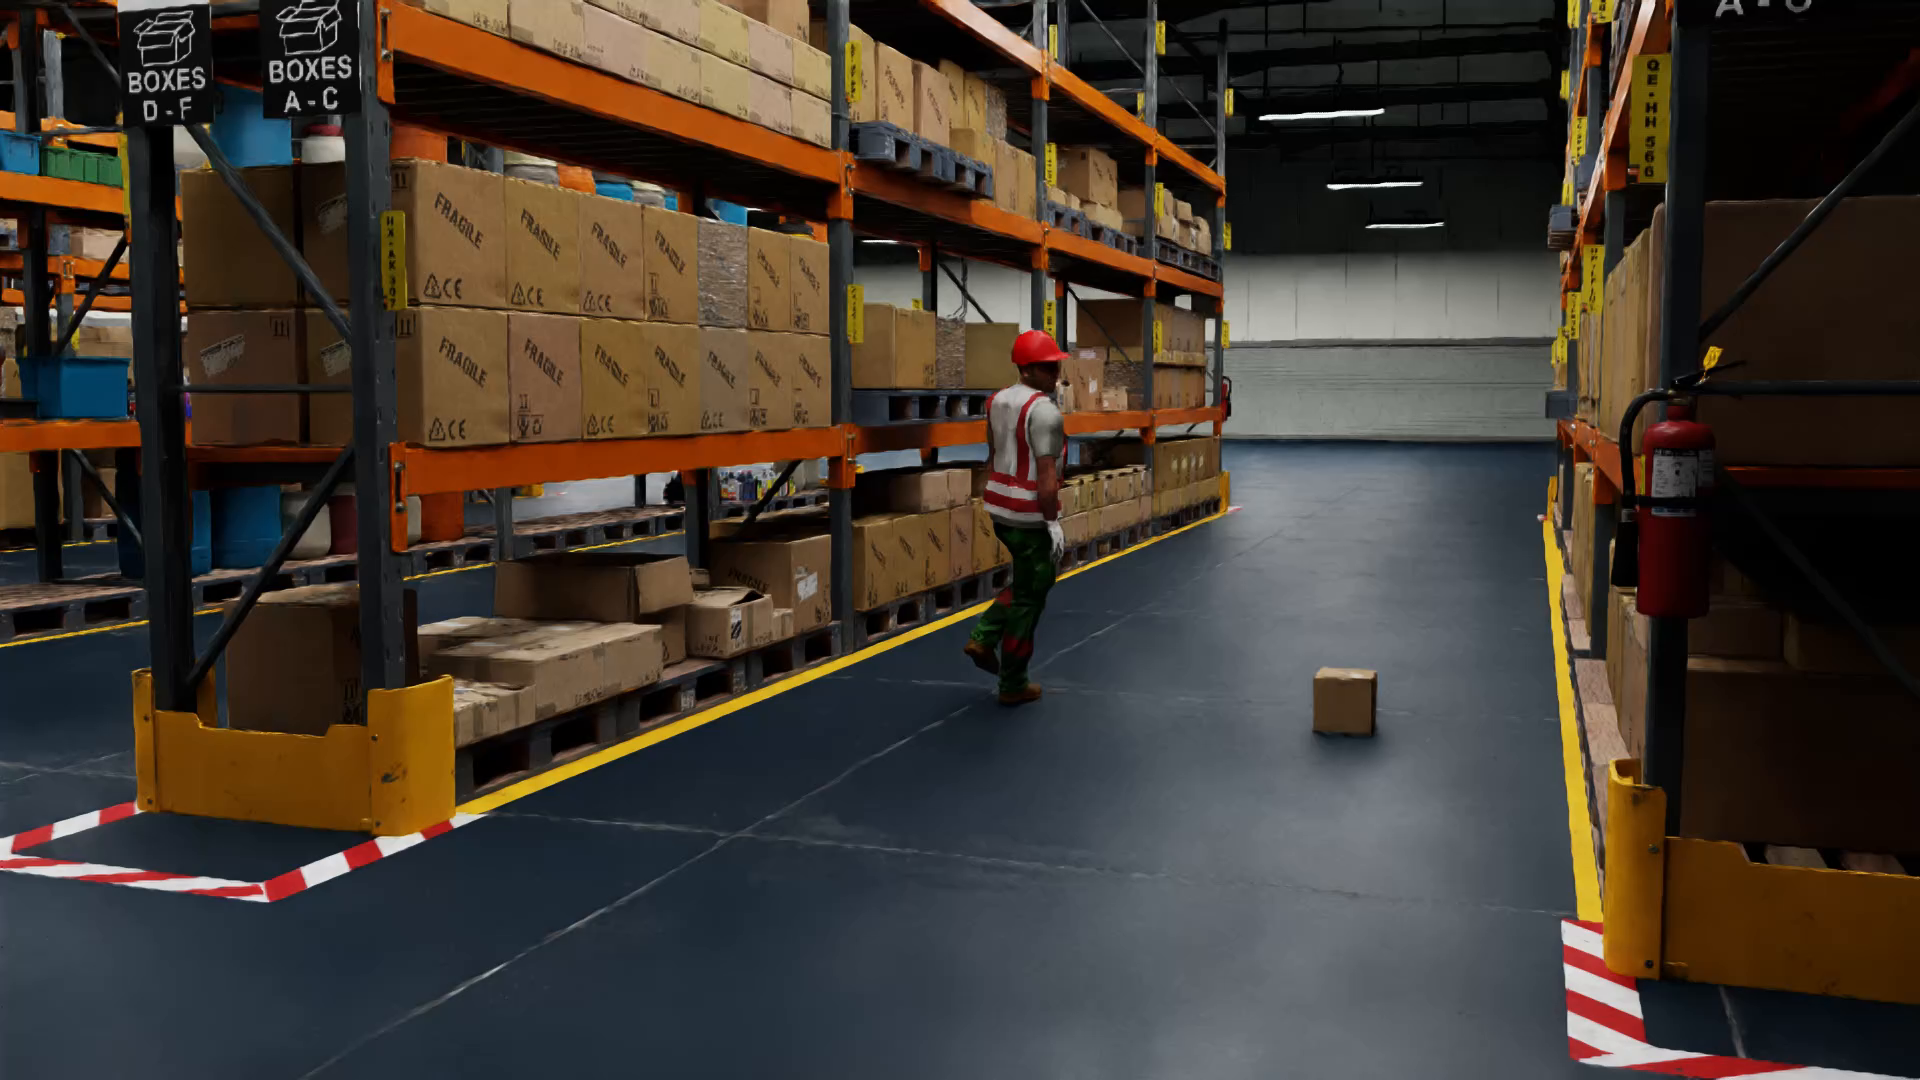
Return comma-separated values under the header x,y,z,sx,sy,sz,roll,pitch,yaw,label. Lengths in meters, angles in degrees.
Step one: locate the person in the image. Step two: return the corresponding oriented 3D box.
x,y,z,sx,sy,sz,roll,pitch,yaw,label
0.347,-0.095,7.864,0.465,1.772,0.678,-3,6,-33,person
